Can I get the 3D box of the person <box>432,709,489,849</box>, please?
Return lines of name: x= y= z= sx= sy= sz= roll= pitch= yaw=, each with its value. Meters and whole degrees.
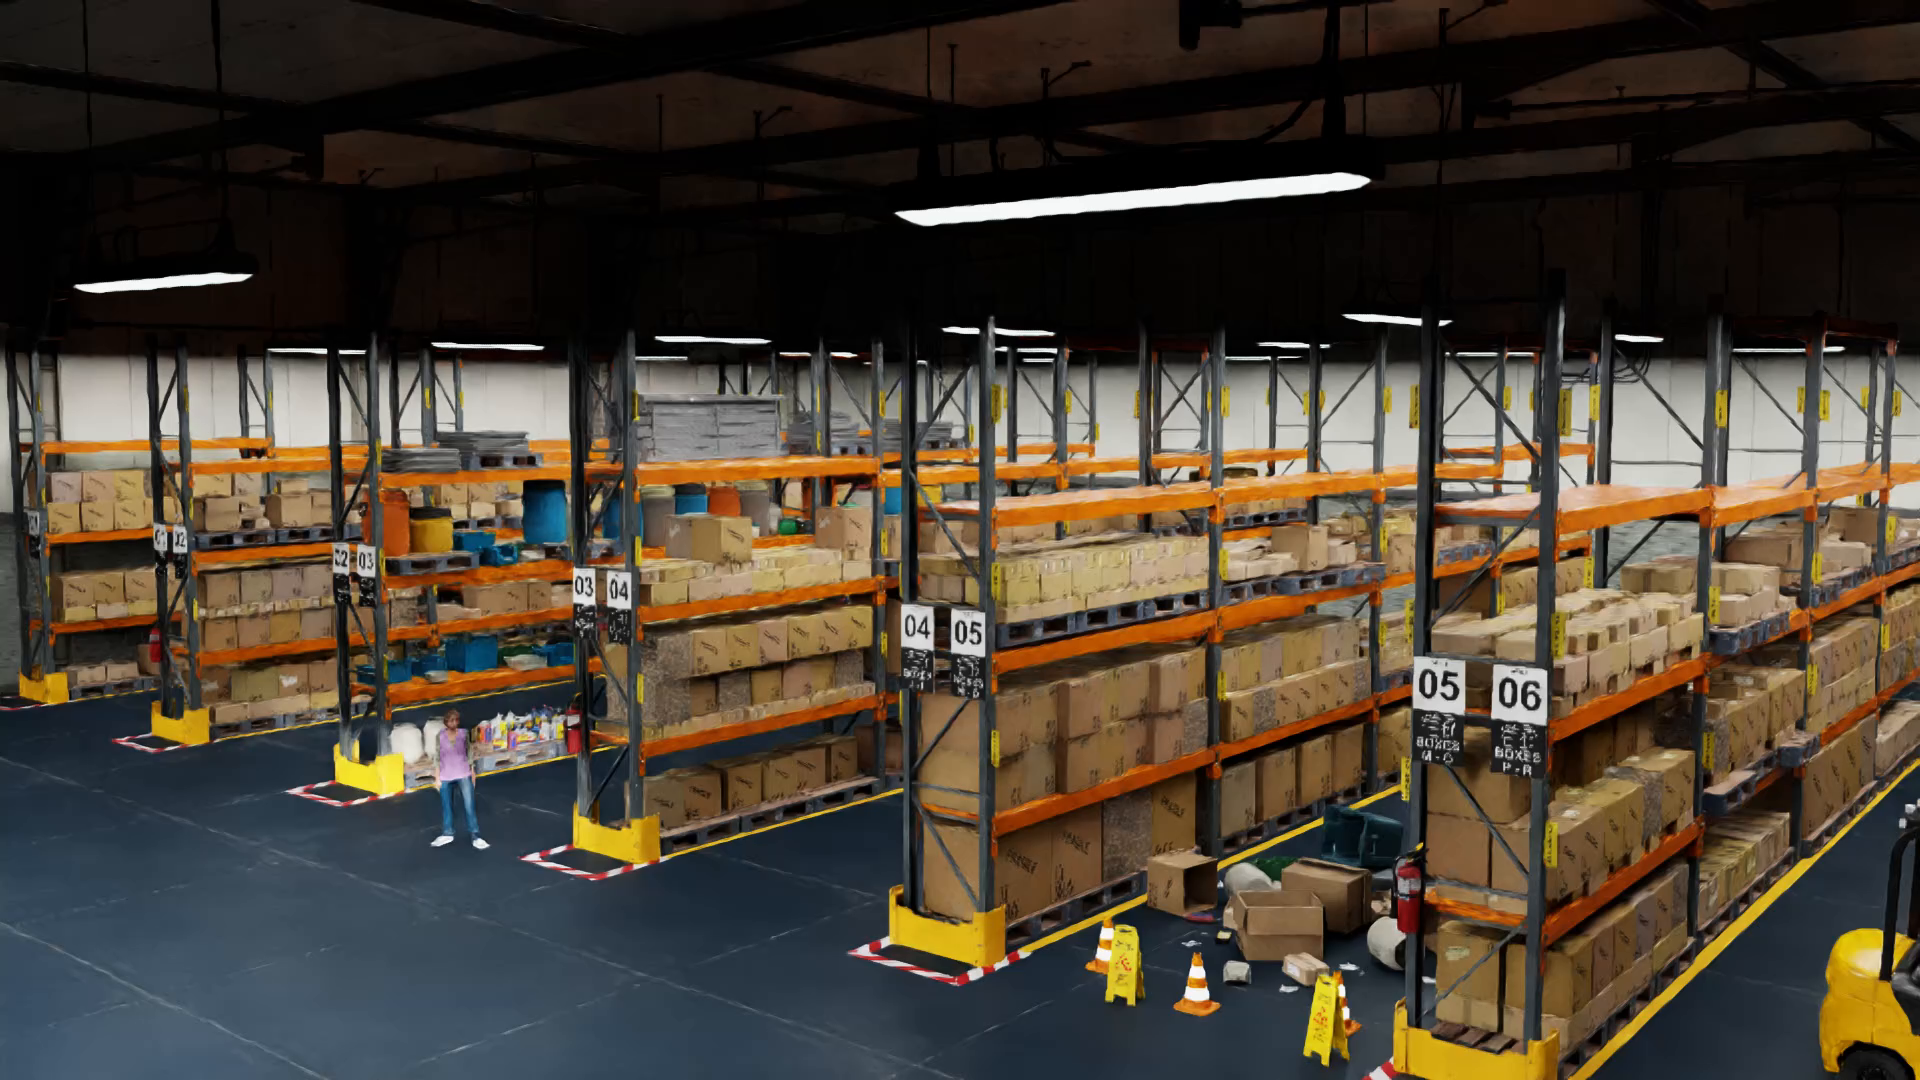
person: x=-5.651 y=2.677 z=18.738 sx=0.636 sy=1.586 sz=0.531 roll=-1 pitch=5 yaw=-14

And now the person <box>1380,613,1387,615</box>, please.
person: x=6.694 y=1.962 z=26.133 sx=0.540 sy=1.676 sz=1.120 roll=4 pitch=6 yaw=37
